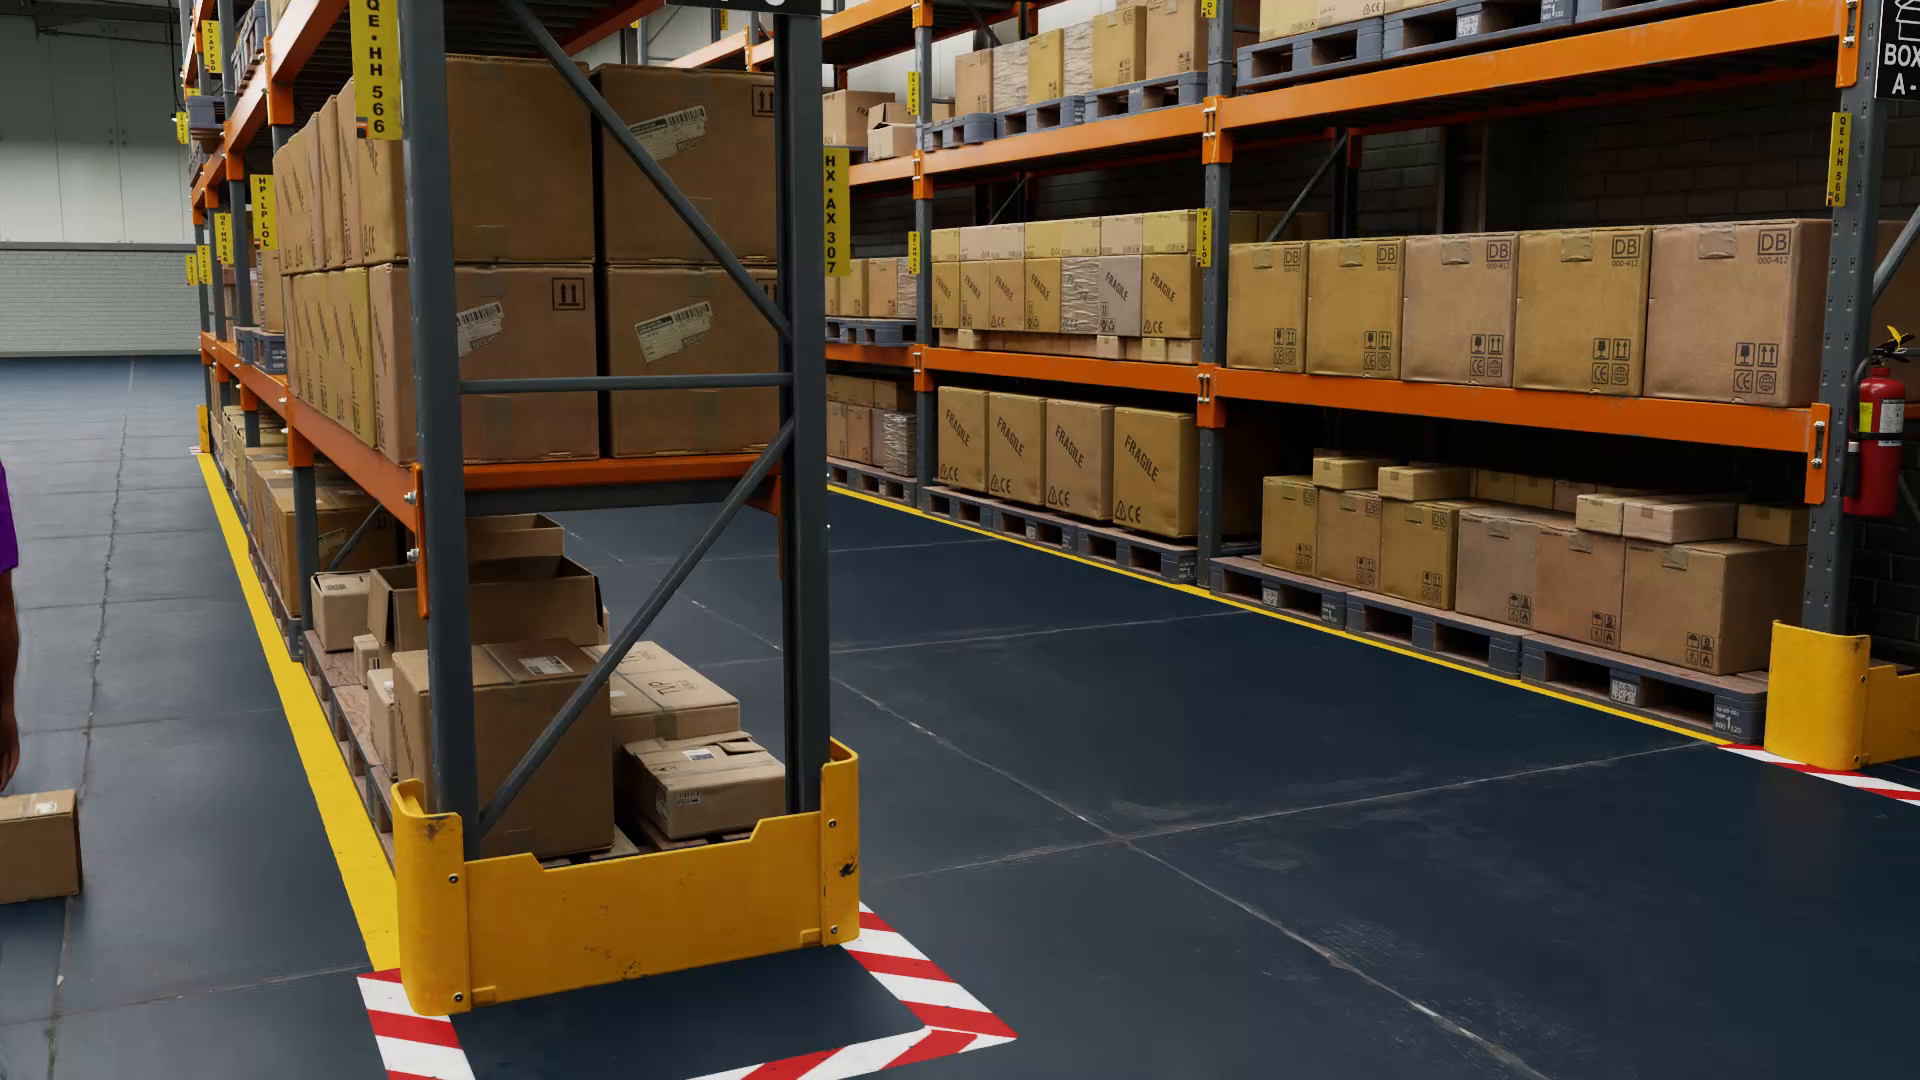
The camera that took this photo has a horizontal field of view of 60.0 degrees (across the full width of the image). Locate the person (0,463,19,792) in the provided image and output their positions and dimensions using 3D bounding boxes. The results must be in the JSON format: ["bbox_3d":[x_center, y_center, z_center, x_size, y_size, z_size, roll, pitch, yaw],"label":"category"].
[{"bbox_3d":[-2.206,0.357,3.358,0.784,1.746,0.592,6,11,37],"label":"person"}]
